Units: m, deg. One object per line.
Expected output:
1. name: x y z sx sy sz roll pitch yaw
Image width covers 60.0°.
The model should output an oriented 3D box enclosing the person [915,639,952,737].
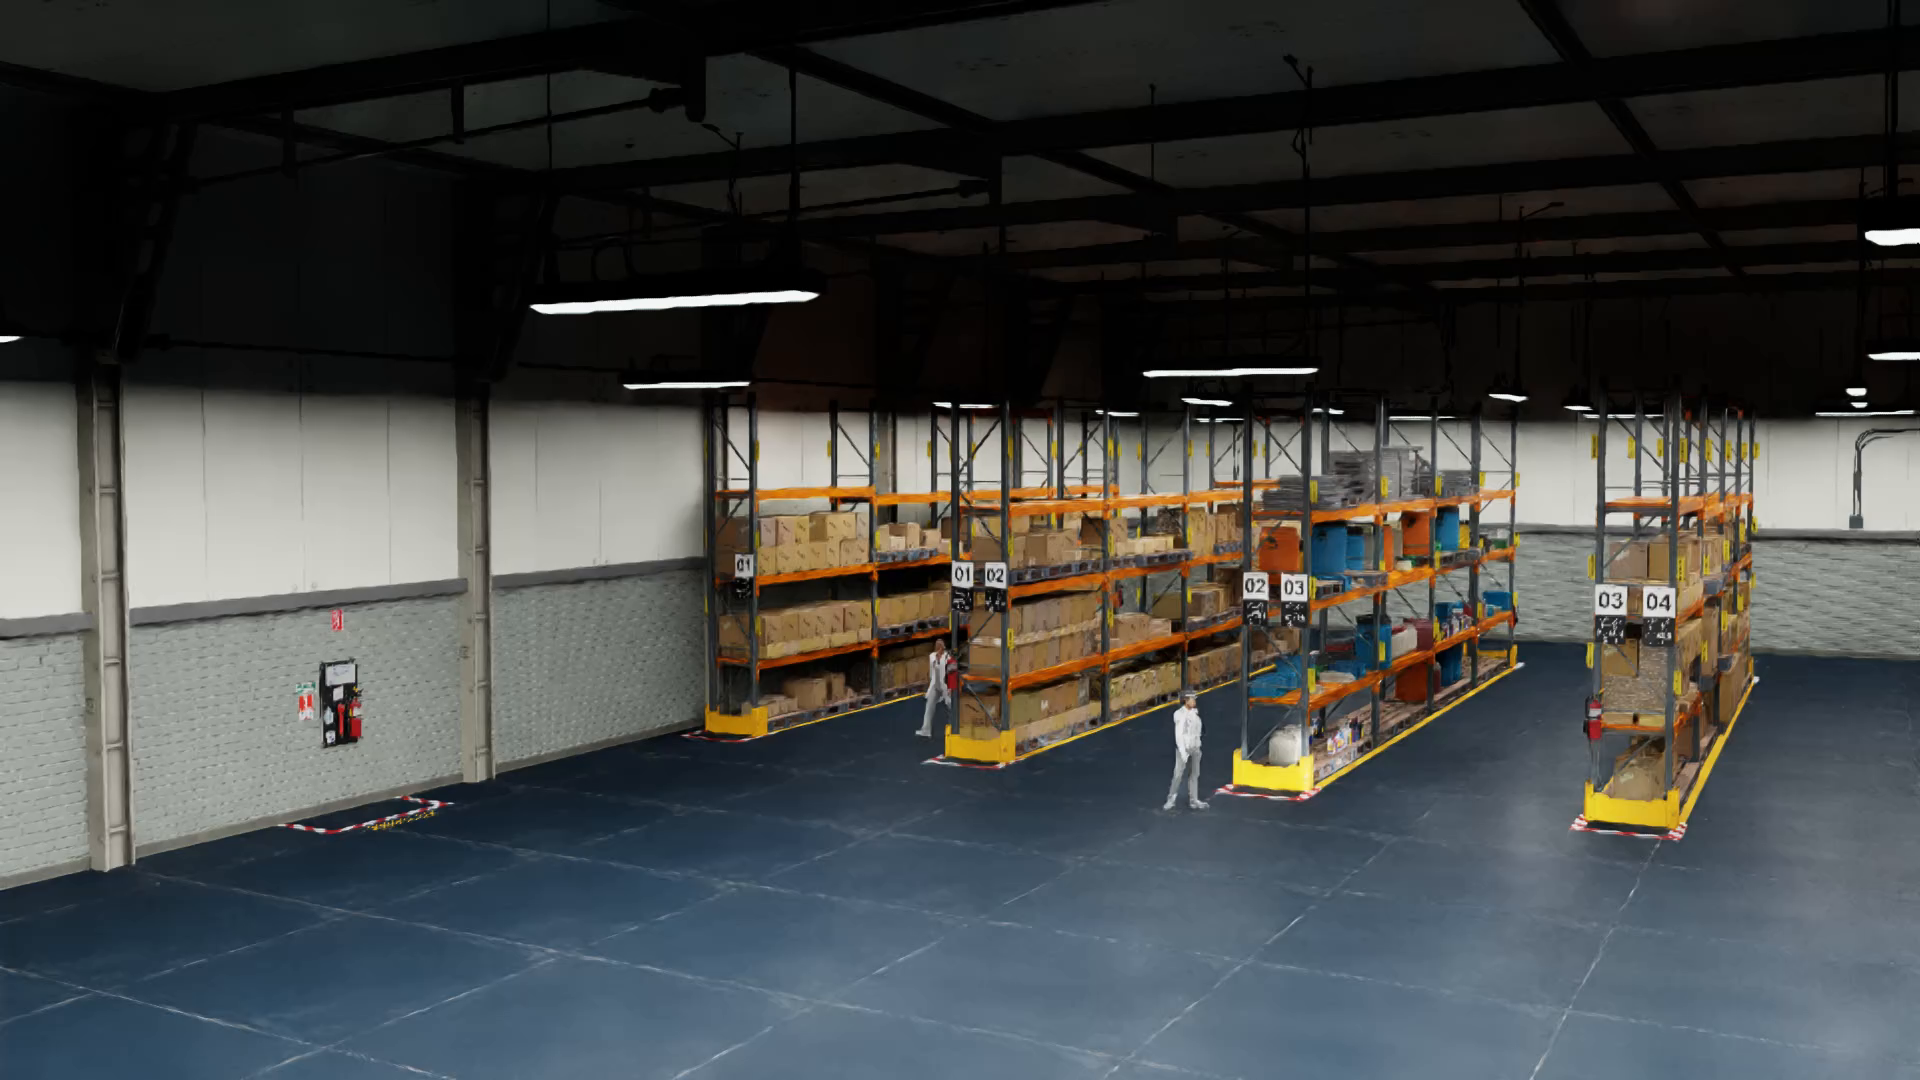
1. person: -0.329 2.564 29.060 0.588 1.700 1.189 2 3 27

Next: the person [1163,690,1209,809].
1. person: 3.136 2.901 23.183 0.630 1.661 0.413 -2 4 -38
